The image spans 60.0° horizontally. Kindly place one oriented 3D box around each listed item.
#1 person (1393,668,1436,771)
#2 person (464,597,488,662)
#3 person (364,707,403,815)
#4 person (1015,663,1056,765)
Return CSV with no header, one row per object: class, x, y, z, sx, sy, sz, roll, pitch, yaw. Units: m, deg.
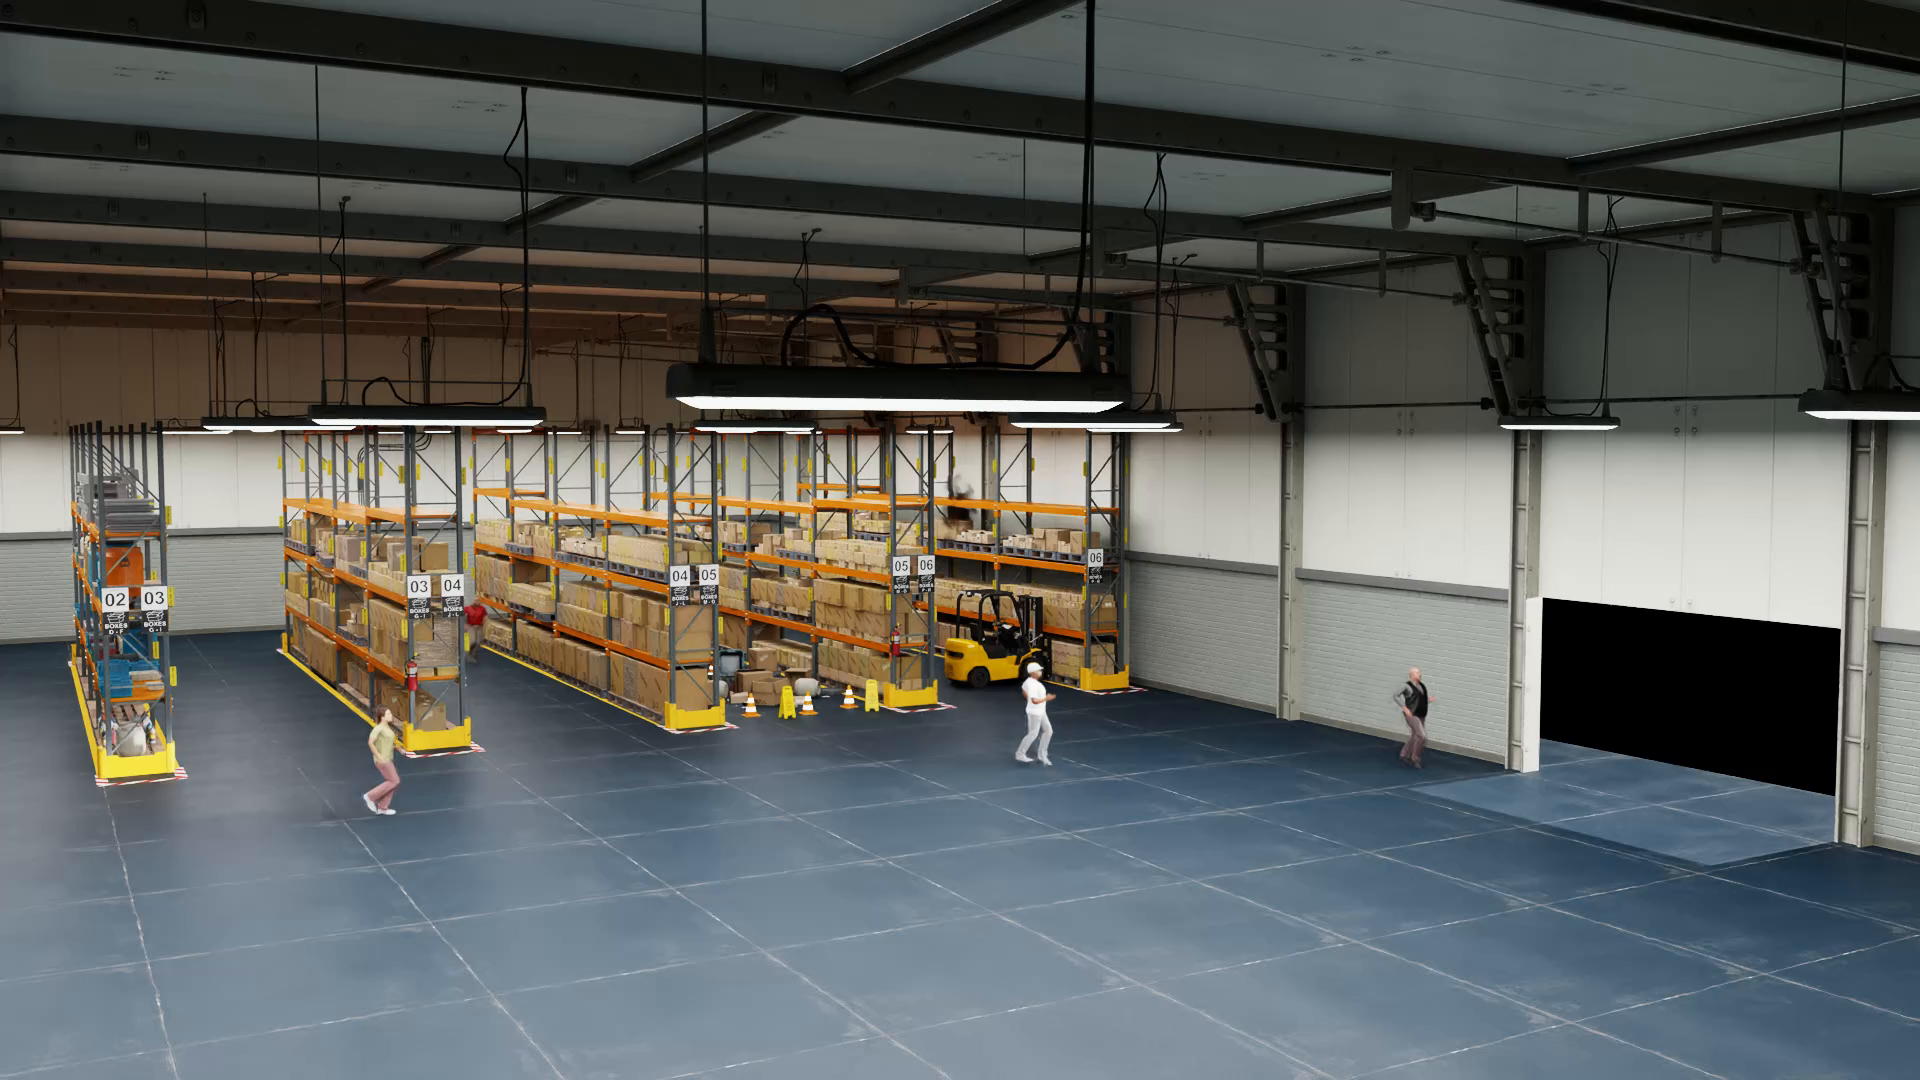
person,7.881,3.093,28.747,0.637,1.773,0.715,-3,5,-41
person,-12.266,2.270,42.106,0.659,1.682,0.663,-3,4,-36
person,-8.758,3.348,25.245,0.540,1.639,0.594,0,4,-5
person,1.329,3.050,28.987,0.717,1.825,0.674,1,4,12
